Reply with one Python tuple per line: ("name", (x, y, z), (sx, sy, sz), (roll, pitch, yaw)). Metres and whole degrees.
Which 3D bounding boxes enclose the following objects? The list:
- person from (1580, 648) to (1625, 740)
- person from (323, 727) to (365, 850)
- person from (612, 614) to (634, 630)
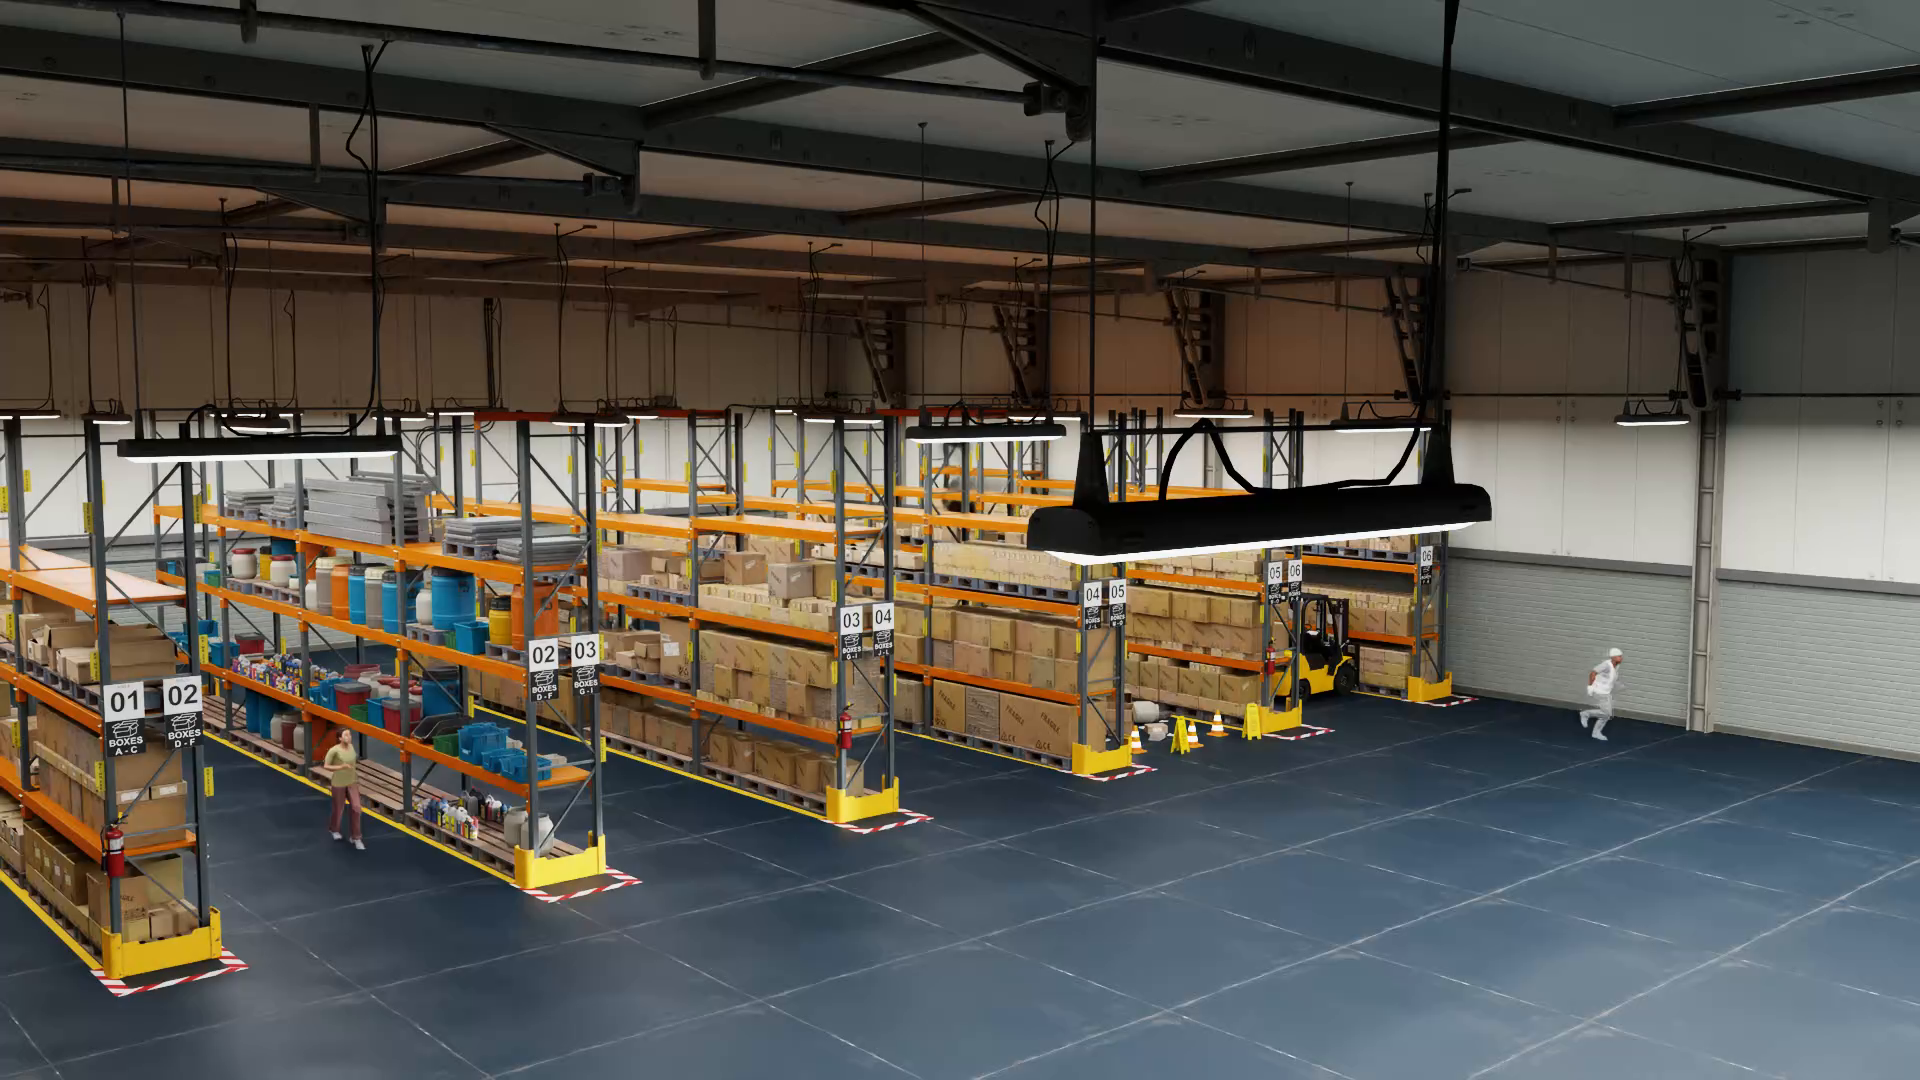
("person", (11.803, 2.815, 30.551), (0.760, 1.705, 0.675), (4, 6, 35))
("person", (-8.663, 3.457, 23.272), (0.824, 1.721, 0.550), (4, 7, 41))
("person", (-8.285, 1.855, 41.119), (1.003, 1.793, 0.716), (-1, 5, -16))
